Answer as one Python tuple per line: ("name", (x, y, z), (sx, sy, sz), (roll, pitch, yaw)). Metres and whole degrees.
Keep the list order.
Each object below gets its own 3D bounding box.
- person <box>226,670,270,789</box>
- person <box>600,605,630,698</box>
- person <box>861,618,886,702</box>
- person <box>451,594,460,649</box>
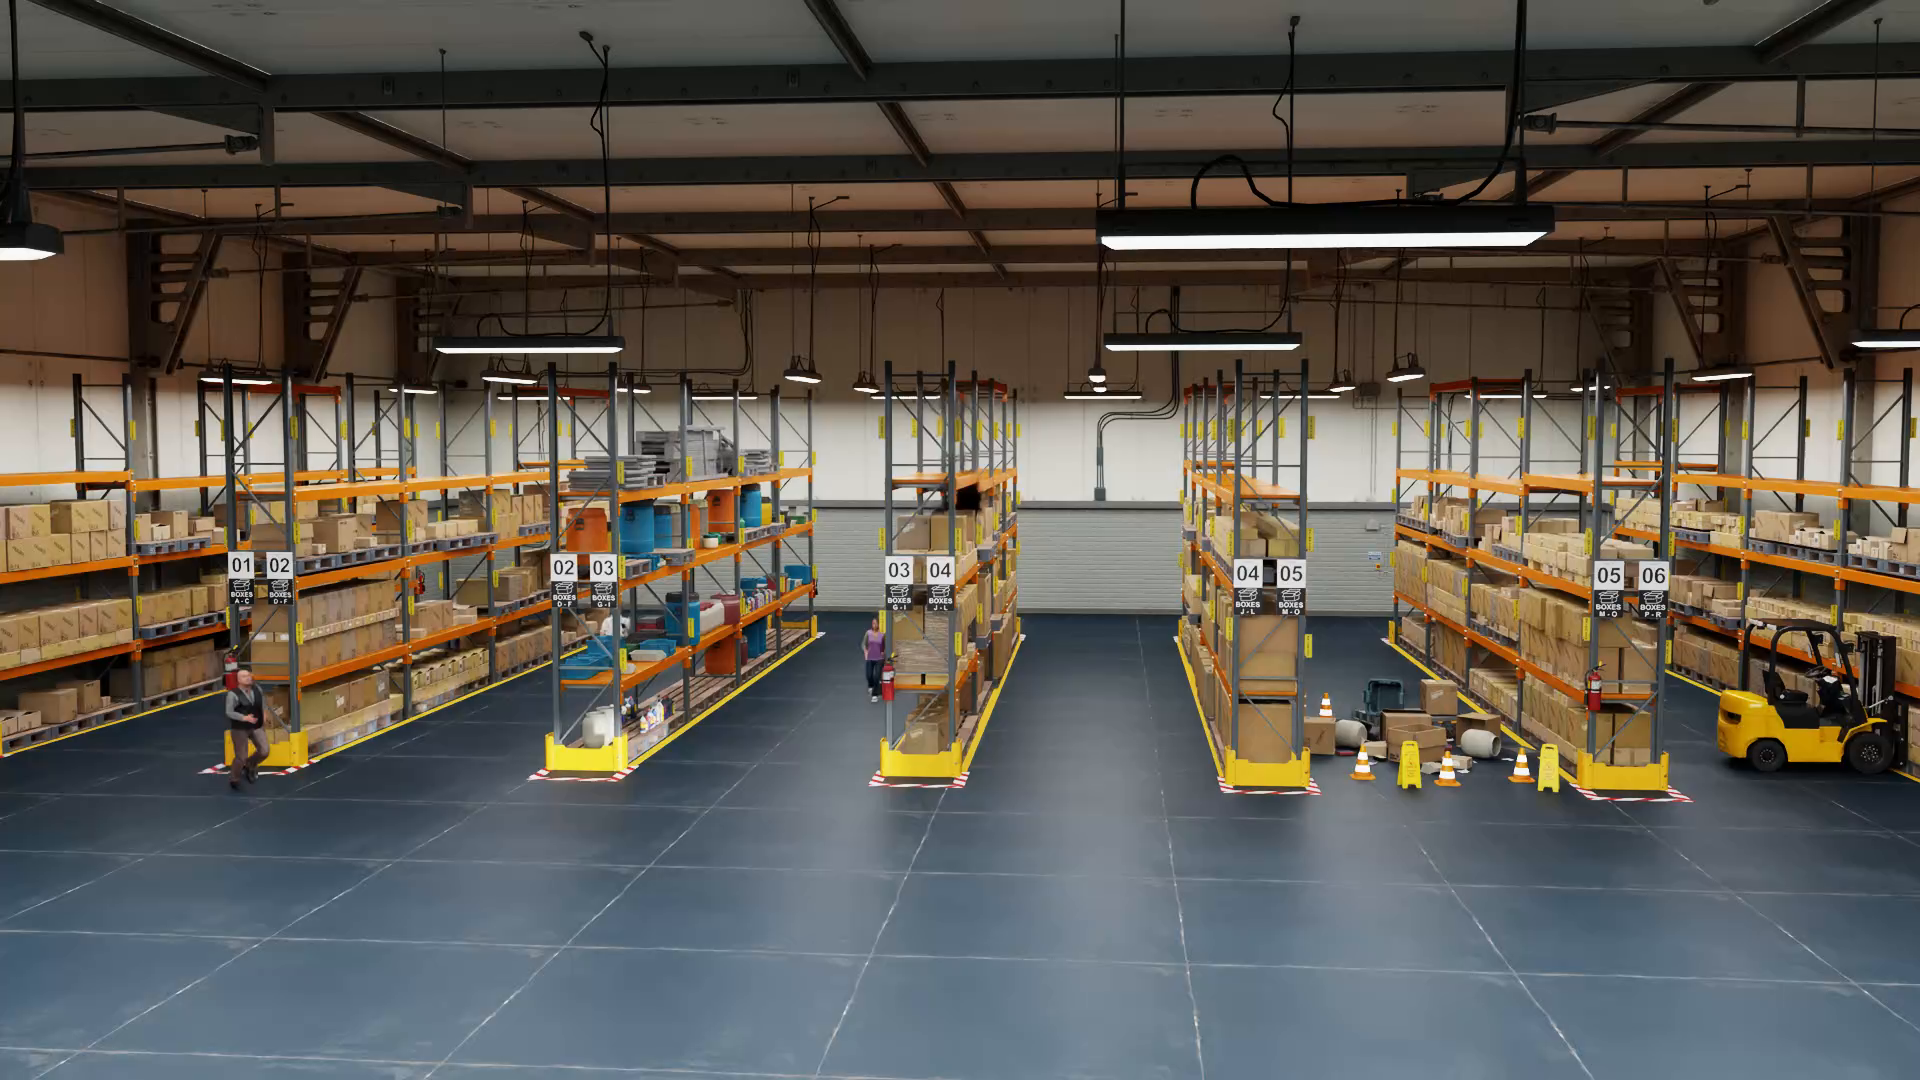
("person", (-9.895, 2.631, 23.148), (0.761, 1.677, 0.677), (3, 5, 40))
("person", (-6.481, 2.061, 31.490), (0.651, 1.755, 0.893), (0, 4, 0))
("person", (-1.566, 2.209, 30.637), (0.516, 1.554, 0.529), (0, 4, 0))
("person", (-11.060, 1.776, 36.971), (0.591, 1.631, 0.786), (0, 4, 1))
